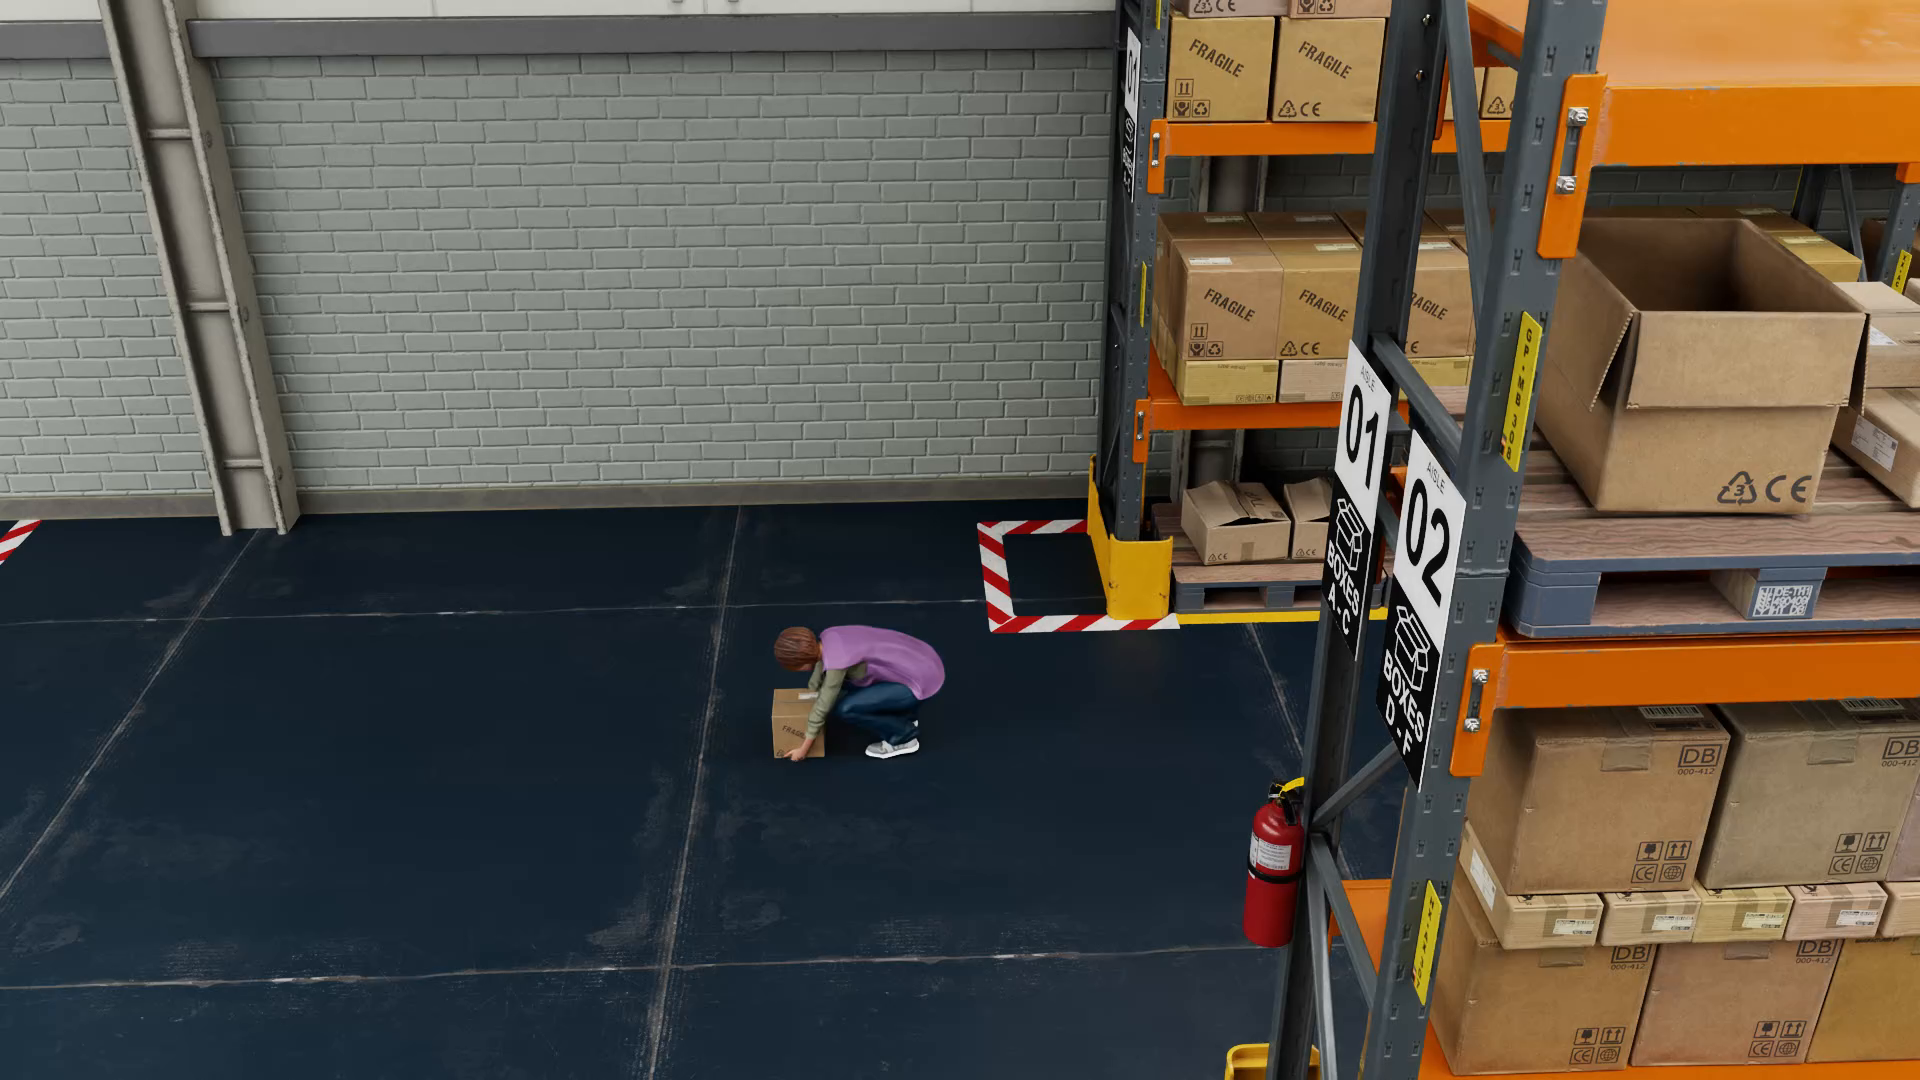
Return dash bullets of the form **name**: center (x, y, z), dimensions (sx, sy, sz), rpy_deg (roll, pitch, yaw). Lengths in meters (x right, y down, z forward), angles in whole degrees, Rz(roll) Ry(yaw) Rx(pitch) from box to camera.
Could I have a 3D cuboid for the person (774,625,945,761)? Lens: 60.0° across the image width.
- **person**: center (-0.489, 0.743, 8.262), dimensions (0.834, 0.769, 0.432), rpy_deg (-2, 28, -3)
